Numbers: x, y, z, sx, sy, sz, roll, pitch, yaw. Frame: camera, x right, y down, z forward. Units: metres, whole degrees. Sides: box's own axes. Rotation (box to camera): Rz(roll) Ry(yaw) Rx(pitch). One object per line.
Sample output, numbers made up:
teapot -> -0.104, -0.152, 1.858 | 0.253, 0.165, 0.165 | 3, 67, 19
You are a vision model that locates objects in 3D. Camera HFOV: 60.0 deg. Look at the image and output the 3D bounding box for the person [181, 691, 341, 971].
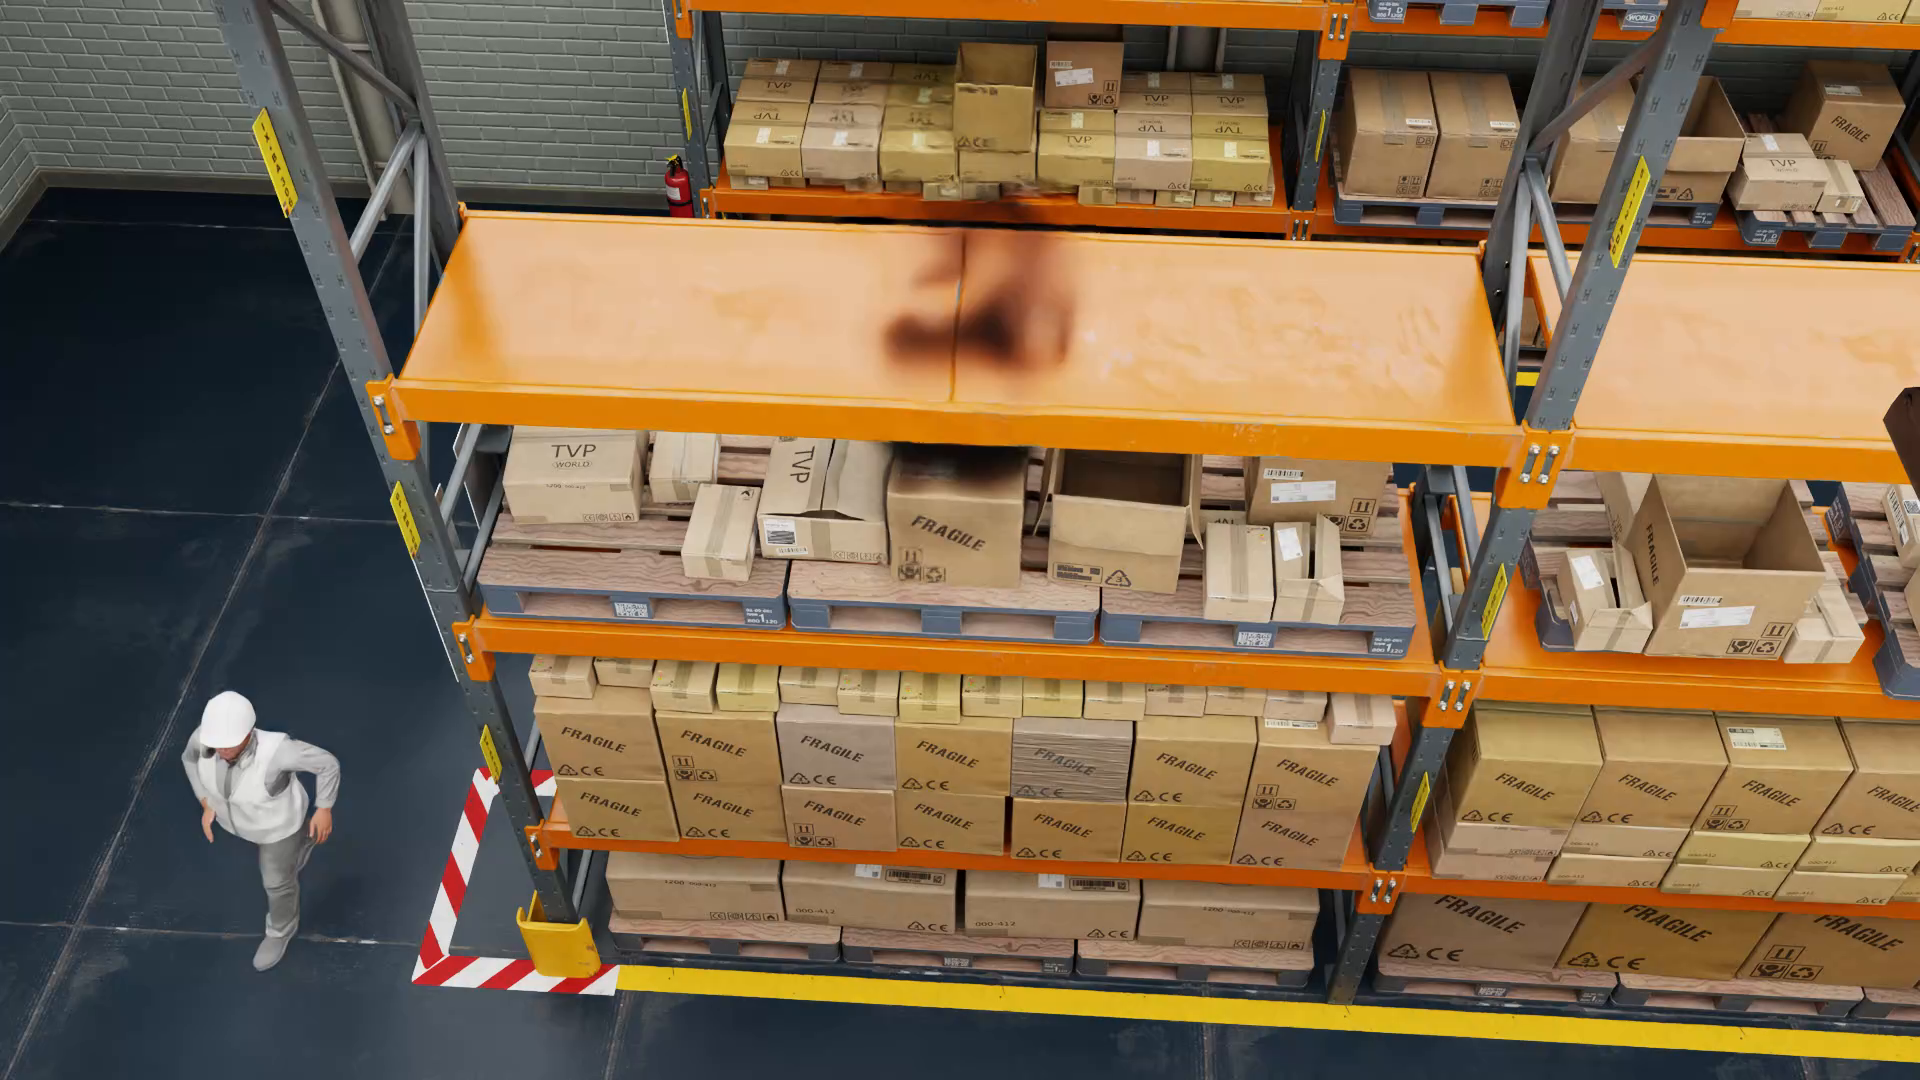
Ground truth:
person -> -3.303, 1.340, 7.951 | 0.712, 1.824, 0.759 | 14, 49, 13
